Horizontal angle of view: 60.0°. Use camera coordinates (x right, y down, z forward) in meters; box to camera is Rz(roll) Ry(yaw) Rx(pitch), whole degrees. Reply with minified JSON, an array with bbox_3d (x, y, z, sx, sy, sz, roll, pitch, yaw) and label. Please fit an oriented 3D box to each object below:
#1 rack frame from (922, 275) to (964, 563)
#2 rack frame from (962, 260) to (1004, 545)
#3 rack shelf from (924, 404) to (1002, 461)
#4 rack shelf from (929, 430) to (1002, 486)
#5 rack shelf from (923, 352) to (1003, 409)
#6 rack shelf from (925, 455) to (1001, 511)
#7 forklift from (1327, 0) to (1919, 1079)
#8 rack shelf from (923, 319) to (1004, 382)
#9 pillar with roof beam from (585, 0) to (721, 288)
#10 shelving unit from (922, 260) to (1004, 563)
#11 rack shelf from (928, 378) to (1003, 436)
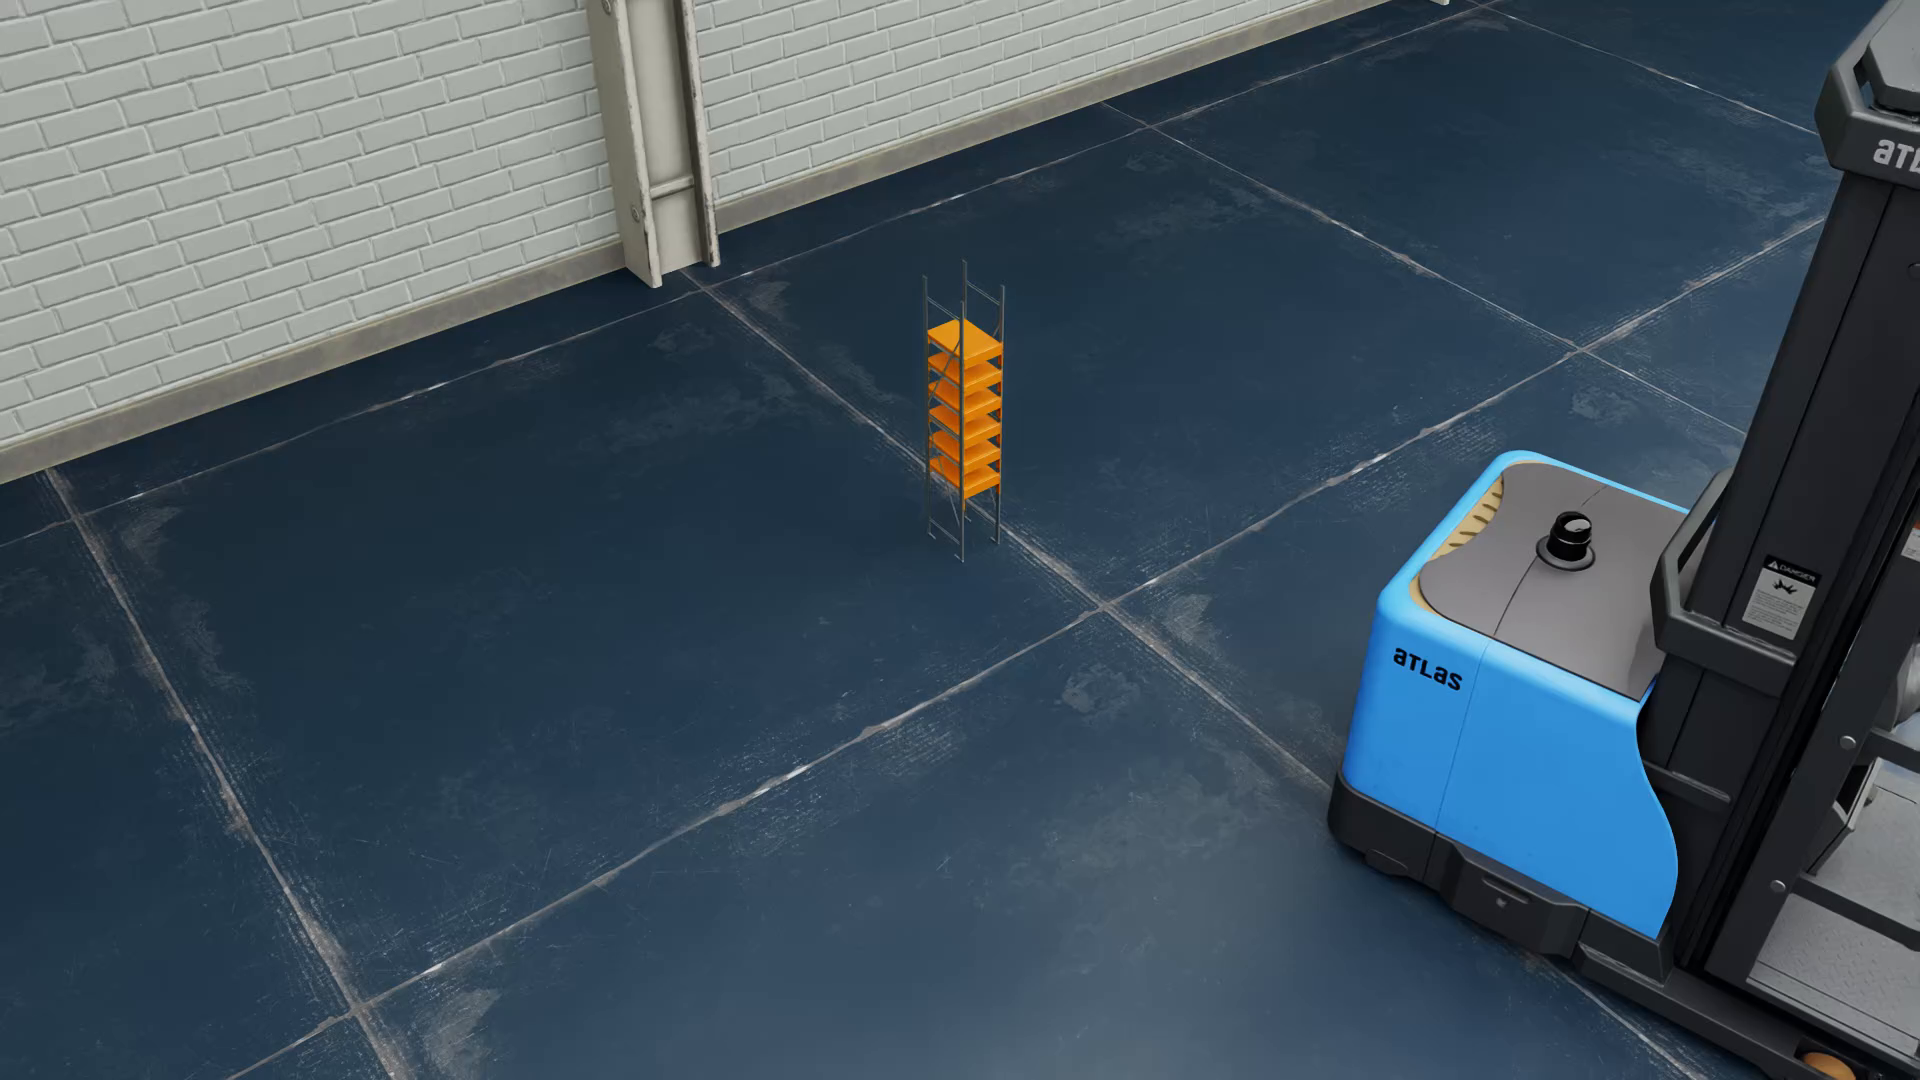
[{"bbox_3d":[-0.061,-0.434,6.333,0.006,1.200,0.240,-26,46,-28],"label":"rack frame"},{"bbox_3d":[0.084,-0.505,6.419,0.006,1.200,0.240,-26,46,-28],"label":"rack frame"},{"bbox_3d":[0.011,-0.435,6.404,0.180,0.103,0.258,-26,46,-28],"label":"rack shelf"},{"bbox_3d":[0.011,-0.342,6.481,0.180,0.103,0.258,-26,46,-28],"label":"rack shelf"},{"bbox_3d":[0.011,-0.621,6.252,0.180,0.103,0.258,-26,46,-28],"label":"rack shelf"},{"bbox_3d":[0.011,-0.250,6.557,0.180,0.103,0.258,-26,46,-28],"label":"rack shelf"},{"bbox_3d":[2.694,0.188,4.210,3.031,2.935,1.130,26,46,28],"label":"forklift"},{"bbox_3d":[0.011,-0.713,6.176,0.180,0.103,0.258,-26,46,-28],"label":"rack shelf"},{"bbox_3d":[1.158,-2.720,2.970,0.400,9.000,9.100,-26,46,-28],"label":"pillar with roof beam"},{"bbox_3d":[0.011,-0.469,6.376,0.189,1.200,0.258,-26,46,-28],"label":"shelving unit"},{"bbox_3d":[0.011,-0.528,6.328,0.180,0.103,0.258,-26,46,-28],"label":"rack shelf"}]
